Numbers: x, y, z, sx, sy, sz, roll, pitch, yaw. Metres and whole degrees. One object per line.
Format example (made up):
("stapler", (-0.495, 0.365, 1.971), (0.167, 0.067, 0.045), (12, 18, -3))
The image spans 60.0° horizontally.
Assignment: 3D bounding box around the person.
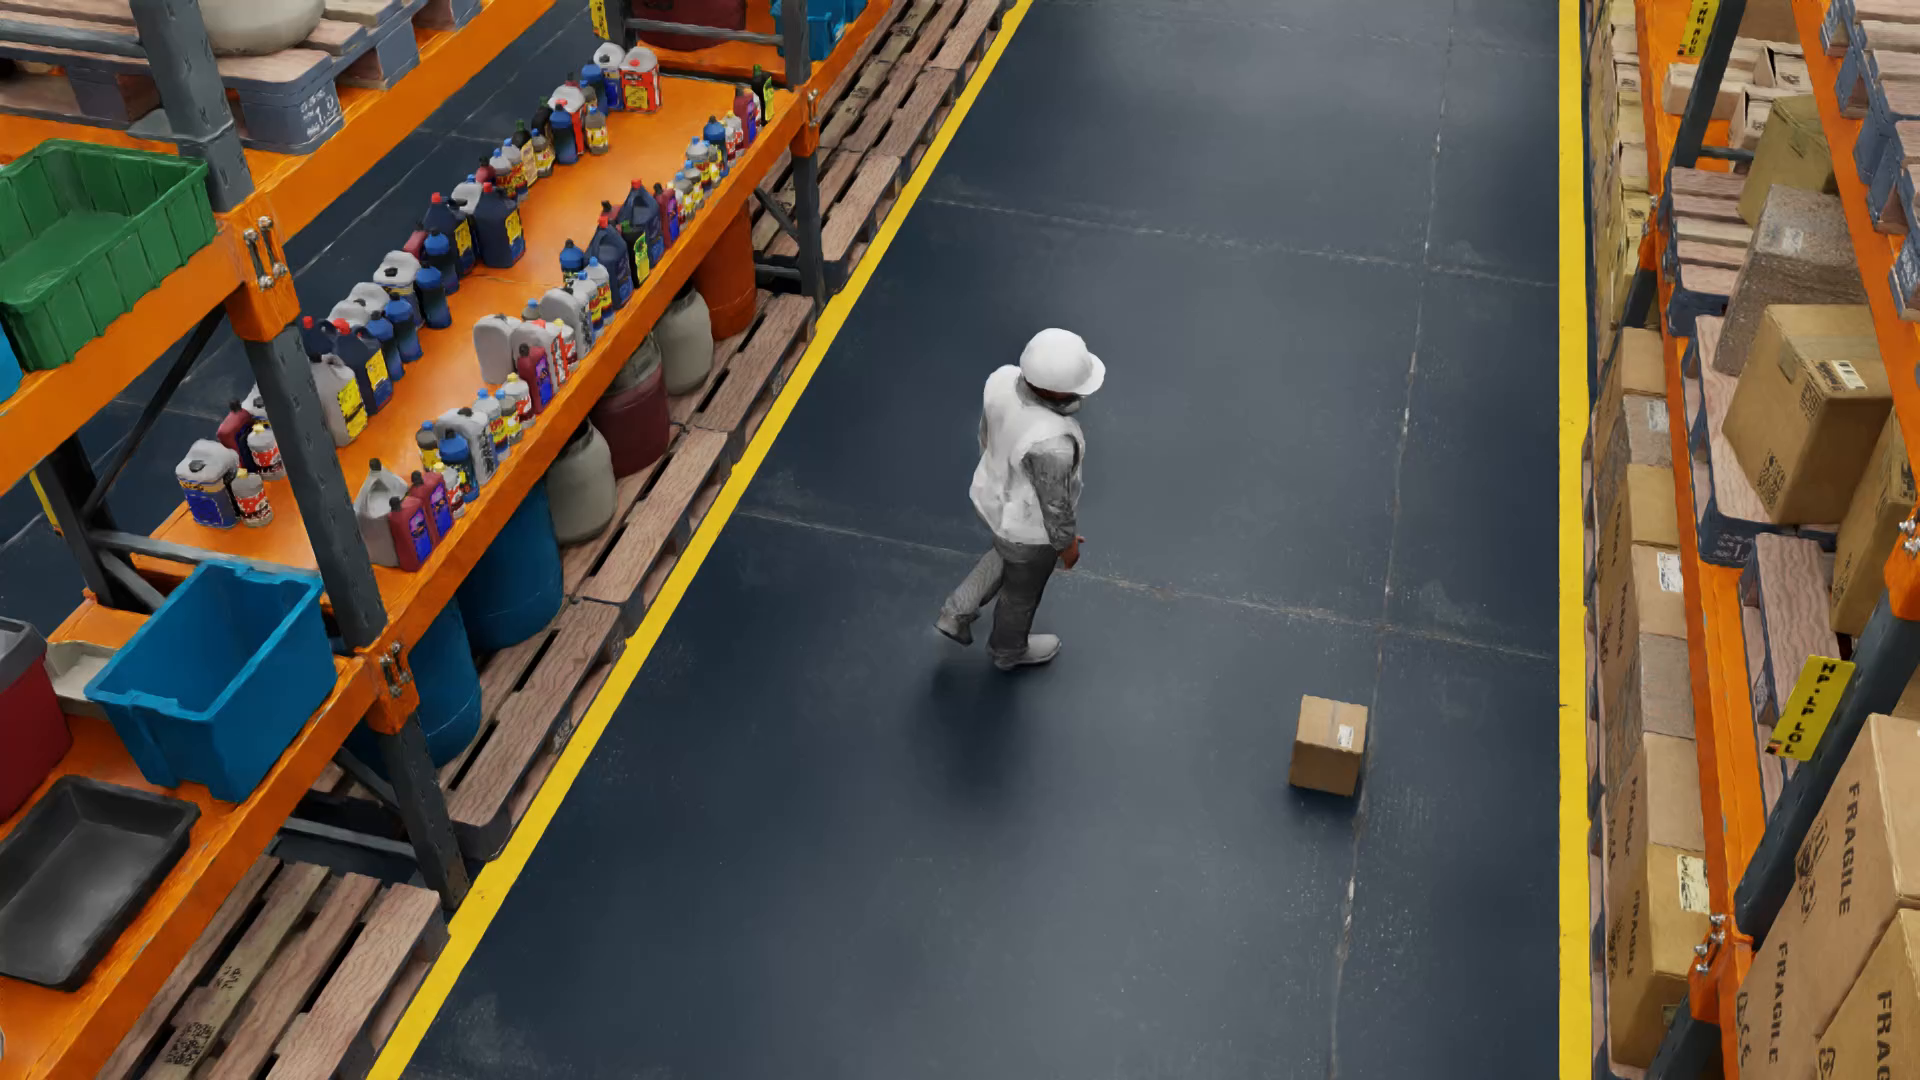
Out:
("person", (0.215, -0.096, 6.253), (0.523, 1.751, 0.592), (-18, 44, -20))
